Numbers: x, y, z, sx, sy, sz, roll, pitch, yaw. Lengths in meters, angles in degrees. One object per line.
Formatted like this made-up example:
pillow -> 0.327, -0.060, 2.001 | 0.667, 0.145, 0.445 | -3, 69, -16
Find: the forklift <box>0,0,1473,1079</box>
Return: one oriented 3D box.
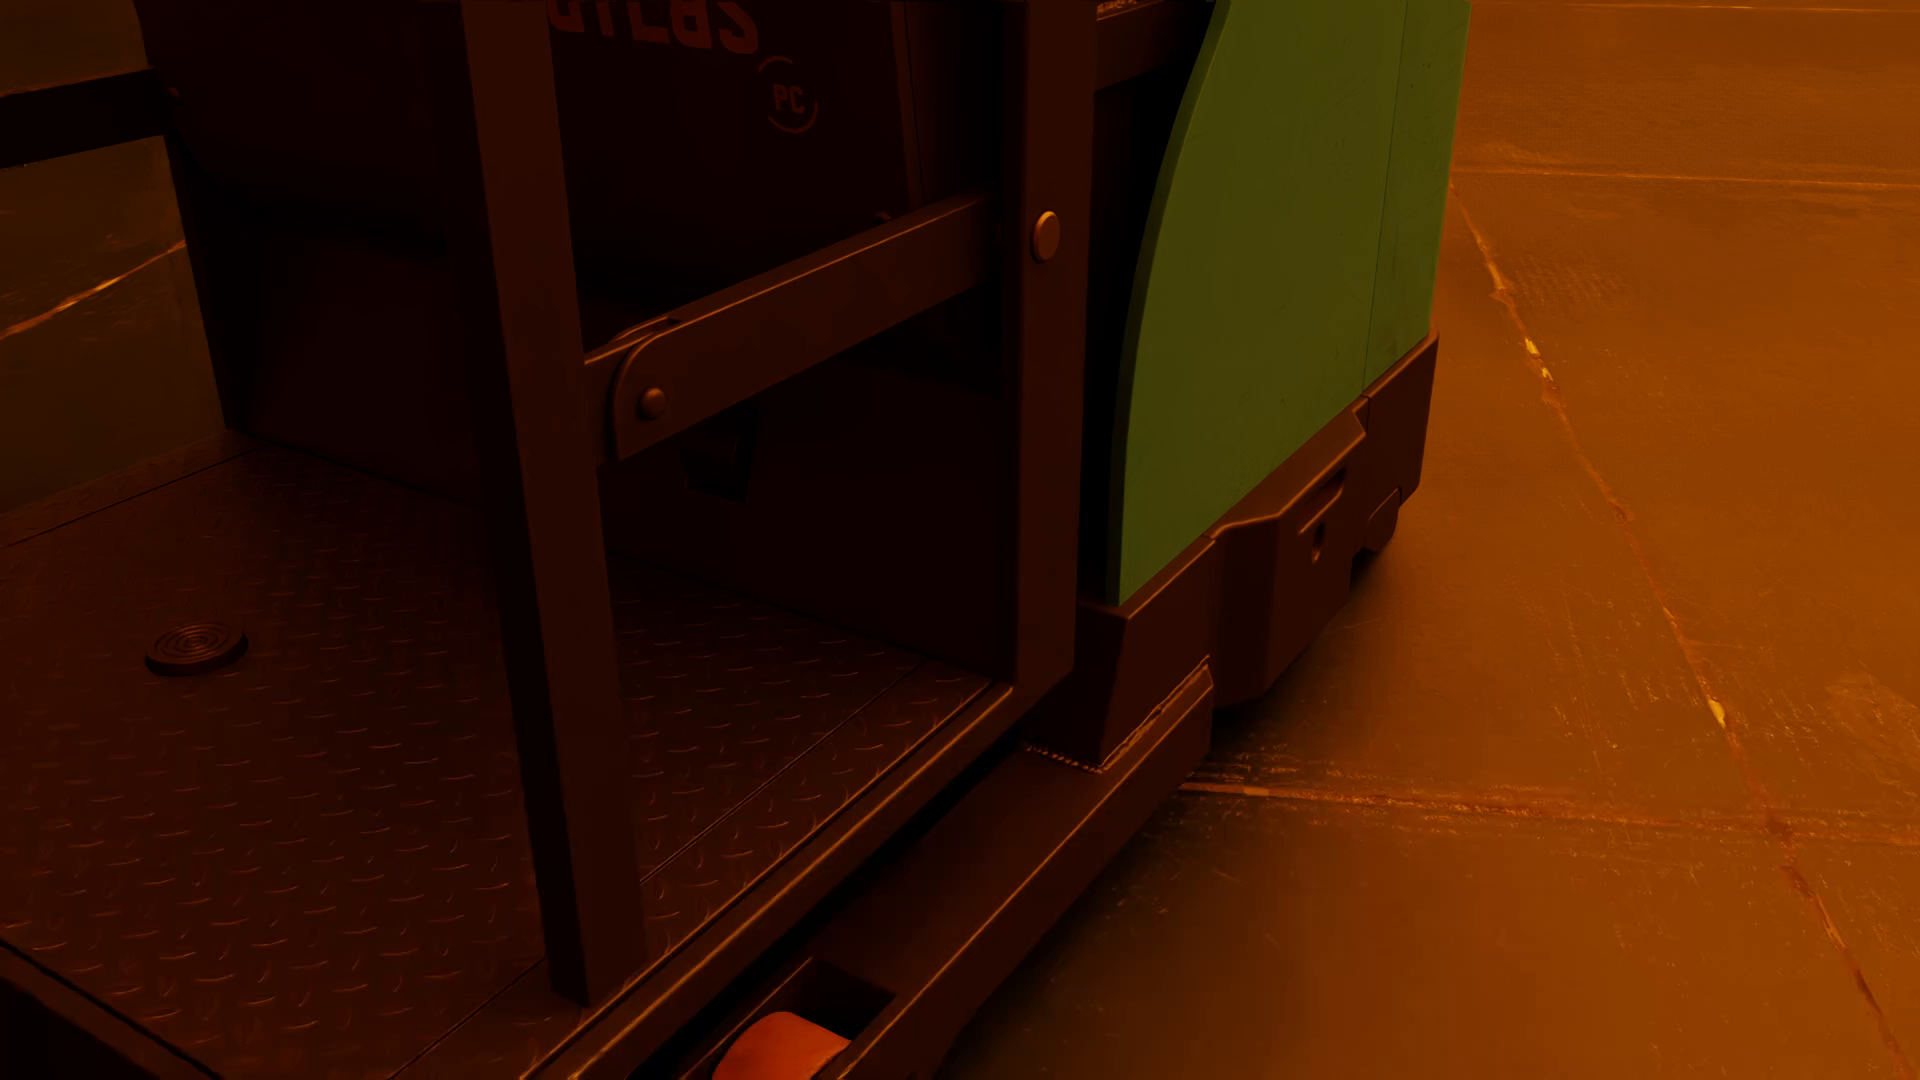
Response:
forklift -> -0.516, -0.916, 1.053 | 1.130, 2.935, 3.031 | 16, 31, 29
